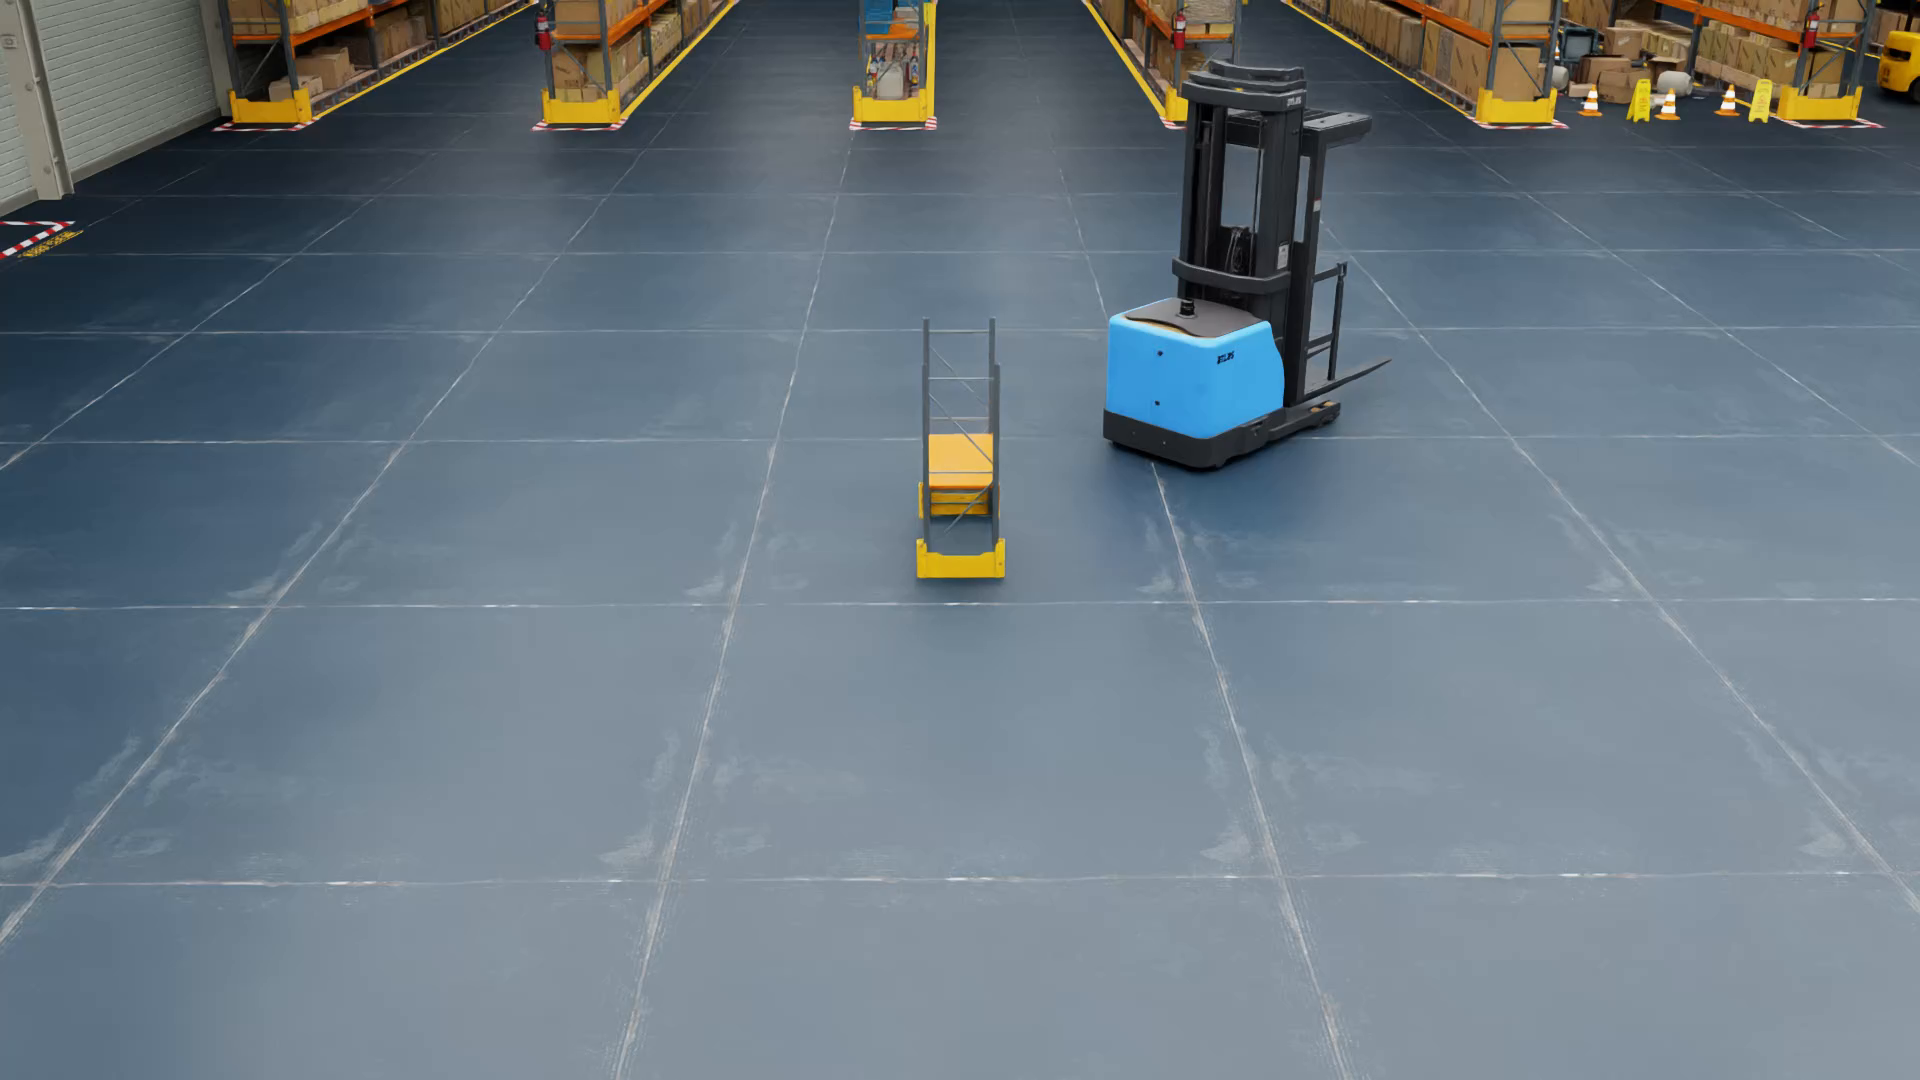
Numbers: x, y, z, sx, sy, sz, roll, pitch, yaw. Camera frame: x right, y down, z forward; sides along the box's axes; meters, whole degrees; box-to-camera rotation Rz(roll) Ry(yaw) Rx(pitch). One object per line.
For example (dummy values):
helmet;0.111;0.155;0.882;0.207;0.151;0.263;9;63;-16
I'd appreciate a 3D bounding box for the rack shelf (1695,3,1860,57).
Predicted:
rack shelf;13.779;-8.641;28.088;1.077;0.370;4.000;0;24;-1

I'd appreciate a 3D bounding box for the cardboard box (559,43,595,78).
cardboard box;-6.343;-7.969;27.646;0.500;0.500;0.500;0;24;-1

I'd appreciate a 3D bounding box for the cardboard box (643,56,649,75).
cardboard box;-5.834;-8.454;29.628;0.500;0.250;0.500;0;24;-1

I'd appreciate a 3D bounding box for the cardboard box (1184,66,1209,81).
cardboard box;3.901;-7.410;27.017;0.500;0.500;0.500;4;25;9

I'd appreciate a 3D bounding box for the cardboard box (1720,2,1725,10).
cardboard box;13.528;-9.334;29.052;0.380;0.149;0.250;0;24;-1

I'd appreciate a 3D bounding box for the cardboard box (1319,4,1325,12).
cardboard box;8.376;-12.078;37.764;0.380;0.149;0.250;0;24;0

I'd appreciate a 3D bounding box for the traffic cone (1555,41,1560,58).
traffic cone;11.341;-9.256;31.655;0.336;0.463;0.334;0;24;-1

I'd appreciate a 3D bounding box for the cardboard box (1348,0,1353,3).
cardboard box;8.489;-11.469;35.083;0.500;0.250;0.500;0;24;1

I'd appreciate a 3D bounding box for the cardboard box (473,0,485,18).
cardboard box;-10.962;-11.922;36.570;0.750;0.750;0.750;0;24;0

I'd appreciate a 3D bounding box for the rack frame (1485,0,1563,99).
rack frame;8.852;-8.081;25.976;1.000;3.000;0.127;0;24;-1

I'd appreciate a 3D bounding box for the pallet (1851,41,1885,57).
pallet;18.647;-9.855;33.283;1.003;0.211;1.213;0;24;-1

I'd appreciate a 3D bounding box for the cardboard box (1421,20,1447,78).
cardboard box;8.745;-8.693;29.398;0.875;0.875;0.875;0;24;0

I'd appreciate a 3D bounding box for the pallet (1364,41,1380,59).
pallet;8.698;-9.781;33.121;1.003;0.211;1.213;0;24;-1

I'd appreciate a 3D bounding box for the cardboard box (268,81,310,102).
cardboard box;-10.885;-7.294;26.966;0.500;0.311;0.500;-3;25;-7

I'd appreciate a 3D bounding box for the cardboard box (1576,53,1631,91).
cardboard box;11.232;-8.167;29.031;0.797;0.637;0.503;0;24;-1

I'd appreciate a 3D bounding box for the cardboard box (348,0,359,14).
cardboard box;-10.706;-9.223;28.660;0.500;0.250;0.500;0;24;0

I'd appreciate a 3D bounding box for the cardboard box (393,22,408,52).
cardboard box;-11.072;-9.677;32.006;0.700;0.500;0.500;0;24;-1

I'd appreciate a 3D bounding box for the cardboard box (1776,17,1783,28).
cardboard box;13.488;-8.393;26.972;0.380;0.149;0.250;-1;24;-1

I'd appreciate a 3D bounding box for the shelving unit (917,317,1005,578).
shelving unit;0.001;-0.652;11.371;0.587;1.500;1.083;0;24;-1

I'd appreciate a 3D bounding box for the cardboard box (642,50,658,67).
cardboard box;-5.815;-8.811;30.419;0.500;0.250;0.500;-1;24;-2

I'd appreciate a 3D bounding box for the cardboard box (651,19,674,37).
cardboard box;-5.835;-9.911;32.169;0.500;0.311;0.500;0;24;-1

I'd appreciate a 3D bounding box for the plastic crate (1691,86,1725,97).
plastic crate;12.954;-7.812;28.925;0.402;0.080;0.583;-9;26;-19

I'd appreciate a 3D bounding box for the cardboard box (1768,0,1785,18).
cardboard box;13.519;-8.754;26.984;0.500;0.500;0.500;0;24;0

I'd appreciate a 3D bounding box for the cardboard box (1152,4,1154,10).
cardboard box;3.569;-9.338;29.061;0.380;0.149;0.250;0;24;-1

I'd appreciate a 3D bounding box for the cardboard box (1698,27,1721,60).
cardboard box;13.494;-8.829;29.547;0.500;0.500;0.500;1;24;2

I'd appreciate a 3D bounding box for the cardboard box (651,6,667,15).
cardboard box;-6.347;-10.799;34.487;0.500;0.500;0.500;1;24;2

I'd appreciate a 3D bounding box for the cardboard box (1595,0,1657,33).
cardboard box;13.789;-10.949;34.388;0.875;0.875;0.875;0;24;-1

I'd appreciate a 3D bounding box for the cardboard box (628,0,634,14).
cardboard box;-6.035;-9.351;28.663;0.700;0.500;0.500;-1;24;-1

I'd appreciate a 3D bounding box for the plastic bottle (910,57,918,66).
plastic bottle;-0.804;-8.243;29.017;0.144;0.351;0.185;0;24;-1

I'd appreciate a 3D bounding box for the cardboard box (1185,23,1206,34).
cardboard box;3.682;-8.102;26.329;0.380;0.149;0.250;0;24;-1

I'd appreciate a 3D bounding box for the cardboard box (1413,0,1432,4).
cardboard box;8.536;-9.988;30.073;0.500;0.500;0.500;0;24;-1

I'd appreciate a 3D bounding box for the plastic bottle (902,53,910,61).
plastic bottle;-0.954;-8.455;29.484;0.144;0.351;0.185;0;24;-1

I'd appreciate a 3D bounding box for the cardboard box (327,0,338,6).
cardboard box;-10.685;-9.143;27.573;0.500;0.500;0.500;0;24;1

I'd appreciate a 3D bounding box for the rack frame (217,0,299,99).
rack frame;-10.968;-8.033;25.872;1.000;3.000;0.127;0;24;-1

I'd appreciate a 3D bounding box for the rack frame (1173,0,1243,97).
rack frame;3.891;-8.100;26.019;1.000;3.000;0.127;0;24;-1

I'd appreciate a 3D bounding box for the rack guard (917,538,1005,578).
rack guard;0.006;0.123;11.175;0.587;0.250;0.087;0;24;-1

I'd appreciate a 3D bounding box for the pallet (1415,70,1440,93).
pallet;8.739;-8.145;29.502;1.003;0.211;1.213;0;24;-1

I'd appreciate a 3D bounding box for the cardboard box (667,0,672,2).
cardboard box;-6.367;-11.586;35.316;0.500;0.250;0.500;-1;24;-2

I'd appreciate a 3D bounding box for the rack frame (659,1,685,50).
rack frame;-6.102;-11.353;33.213;1.000;3.000;0.127;0;24;-1

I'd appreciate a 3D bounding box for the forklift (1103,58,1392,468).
forklift;2.545;-2.402;13.505;1.130;2.935;3.031;22;32;40

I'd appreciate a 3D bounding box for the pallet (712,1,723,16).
pallet;-6.168;-12.518;39.172;1.003;0.211;1.213;0;24;-1

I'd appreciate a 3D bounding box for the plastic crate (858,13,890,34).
plastic crate;-1.366;-8.215;26.454;0.499;0.251;0.616;0;24;-1

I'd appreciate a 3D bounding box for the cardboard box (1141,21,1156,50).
cardboard box;3.863;-9.720;32.100;0.700;0.500;0.500;2;24;4

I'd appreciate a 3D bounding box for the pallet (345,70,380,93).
pallet;-10.969;-8.134;29.479;1.003;0.211;1.213;0;24;-1

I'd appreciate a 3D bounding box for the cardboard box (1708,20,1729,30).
cardboard box;13.435;-9.072;29.299;0.380;0.149;0.250;0;24;0

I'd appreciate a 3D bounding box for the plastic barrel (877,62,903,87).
plastic barrel;-1.150;-7.613;27.452;0.421;0.512;0.421;0;24;0

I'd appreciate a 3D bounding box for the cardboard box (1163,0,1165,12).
cardboard box;3.825;-8.919;27.349;0.875;0.500;0.500;0;24;-1

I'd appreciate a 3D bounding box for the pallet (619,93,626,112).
pallet;-6.065;-7.101;27.195;1.003;0.211;1.213;0;24;-1

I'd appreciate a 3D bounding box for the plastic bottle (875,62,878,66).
plastic bottle;-1.470;-8.211;29.041;0.097;0.271;0.097;0;24;0

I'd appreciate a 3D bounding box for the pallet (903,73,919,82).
pallet;-1.139;-8.178;29.577;1.003;0.211;1.213;0;24;-1

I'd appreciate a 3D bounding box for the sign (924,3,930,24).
sign;-0.511;-8.204;25.914;0.100;0.325;0.005;0;24;-1

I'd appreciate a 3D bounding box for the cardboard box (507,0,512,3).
cardboard box;-11.023;-12.977;39.327;0.700;0.500;0.500;-1;24;-2

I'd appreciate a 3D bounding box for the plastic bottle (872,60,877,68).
plastic bottle;-1.504;-8.132;28.771;0.144;0.351;0.185;0;24;-1

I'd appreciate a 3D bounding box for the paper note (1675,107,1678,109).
paper note;11.800;-7.172;27.571;0.148;0.019;0.142;-9;26;-19

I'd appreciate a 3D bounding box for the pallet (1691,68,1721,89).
pallet;13.800;-8.246;29.725;1.003;0.211;1.213;0;24;-1

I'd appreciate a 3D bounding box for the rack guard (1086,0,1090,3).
rack guard;3.717;-13.564;41.134;1.175;0.500;0.348;0;24;-1
